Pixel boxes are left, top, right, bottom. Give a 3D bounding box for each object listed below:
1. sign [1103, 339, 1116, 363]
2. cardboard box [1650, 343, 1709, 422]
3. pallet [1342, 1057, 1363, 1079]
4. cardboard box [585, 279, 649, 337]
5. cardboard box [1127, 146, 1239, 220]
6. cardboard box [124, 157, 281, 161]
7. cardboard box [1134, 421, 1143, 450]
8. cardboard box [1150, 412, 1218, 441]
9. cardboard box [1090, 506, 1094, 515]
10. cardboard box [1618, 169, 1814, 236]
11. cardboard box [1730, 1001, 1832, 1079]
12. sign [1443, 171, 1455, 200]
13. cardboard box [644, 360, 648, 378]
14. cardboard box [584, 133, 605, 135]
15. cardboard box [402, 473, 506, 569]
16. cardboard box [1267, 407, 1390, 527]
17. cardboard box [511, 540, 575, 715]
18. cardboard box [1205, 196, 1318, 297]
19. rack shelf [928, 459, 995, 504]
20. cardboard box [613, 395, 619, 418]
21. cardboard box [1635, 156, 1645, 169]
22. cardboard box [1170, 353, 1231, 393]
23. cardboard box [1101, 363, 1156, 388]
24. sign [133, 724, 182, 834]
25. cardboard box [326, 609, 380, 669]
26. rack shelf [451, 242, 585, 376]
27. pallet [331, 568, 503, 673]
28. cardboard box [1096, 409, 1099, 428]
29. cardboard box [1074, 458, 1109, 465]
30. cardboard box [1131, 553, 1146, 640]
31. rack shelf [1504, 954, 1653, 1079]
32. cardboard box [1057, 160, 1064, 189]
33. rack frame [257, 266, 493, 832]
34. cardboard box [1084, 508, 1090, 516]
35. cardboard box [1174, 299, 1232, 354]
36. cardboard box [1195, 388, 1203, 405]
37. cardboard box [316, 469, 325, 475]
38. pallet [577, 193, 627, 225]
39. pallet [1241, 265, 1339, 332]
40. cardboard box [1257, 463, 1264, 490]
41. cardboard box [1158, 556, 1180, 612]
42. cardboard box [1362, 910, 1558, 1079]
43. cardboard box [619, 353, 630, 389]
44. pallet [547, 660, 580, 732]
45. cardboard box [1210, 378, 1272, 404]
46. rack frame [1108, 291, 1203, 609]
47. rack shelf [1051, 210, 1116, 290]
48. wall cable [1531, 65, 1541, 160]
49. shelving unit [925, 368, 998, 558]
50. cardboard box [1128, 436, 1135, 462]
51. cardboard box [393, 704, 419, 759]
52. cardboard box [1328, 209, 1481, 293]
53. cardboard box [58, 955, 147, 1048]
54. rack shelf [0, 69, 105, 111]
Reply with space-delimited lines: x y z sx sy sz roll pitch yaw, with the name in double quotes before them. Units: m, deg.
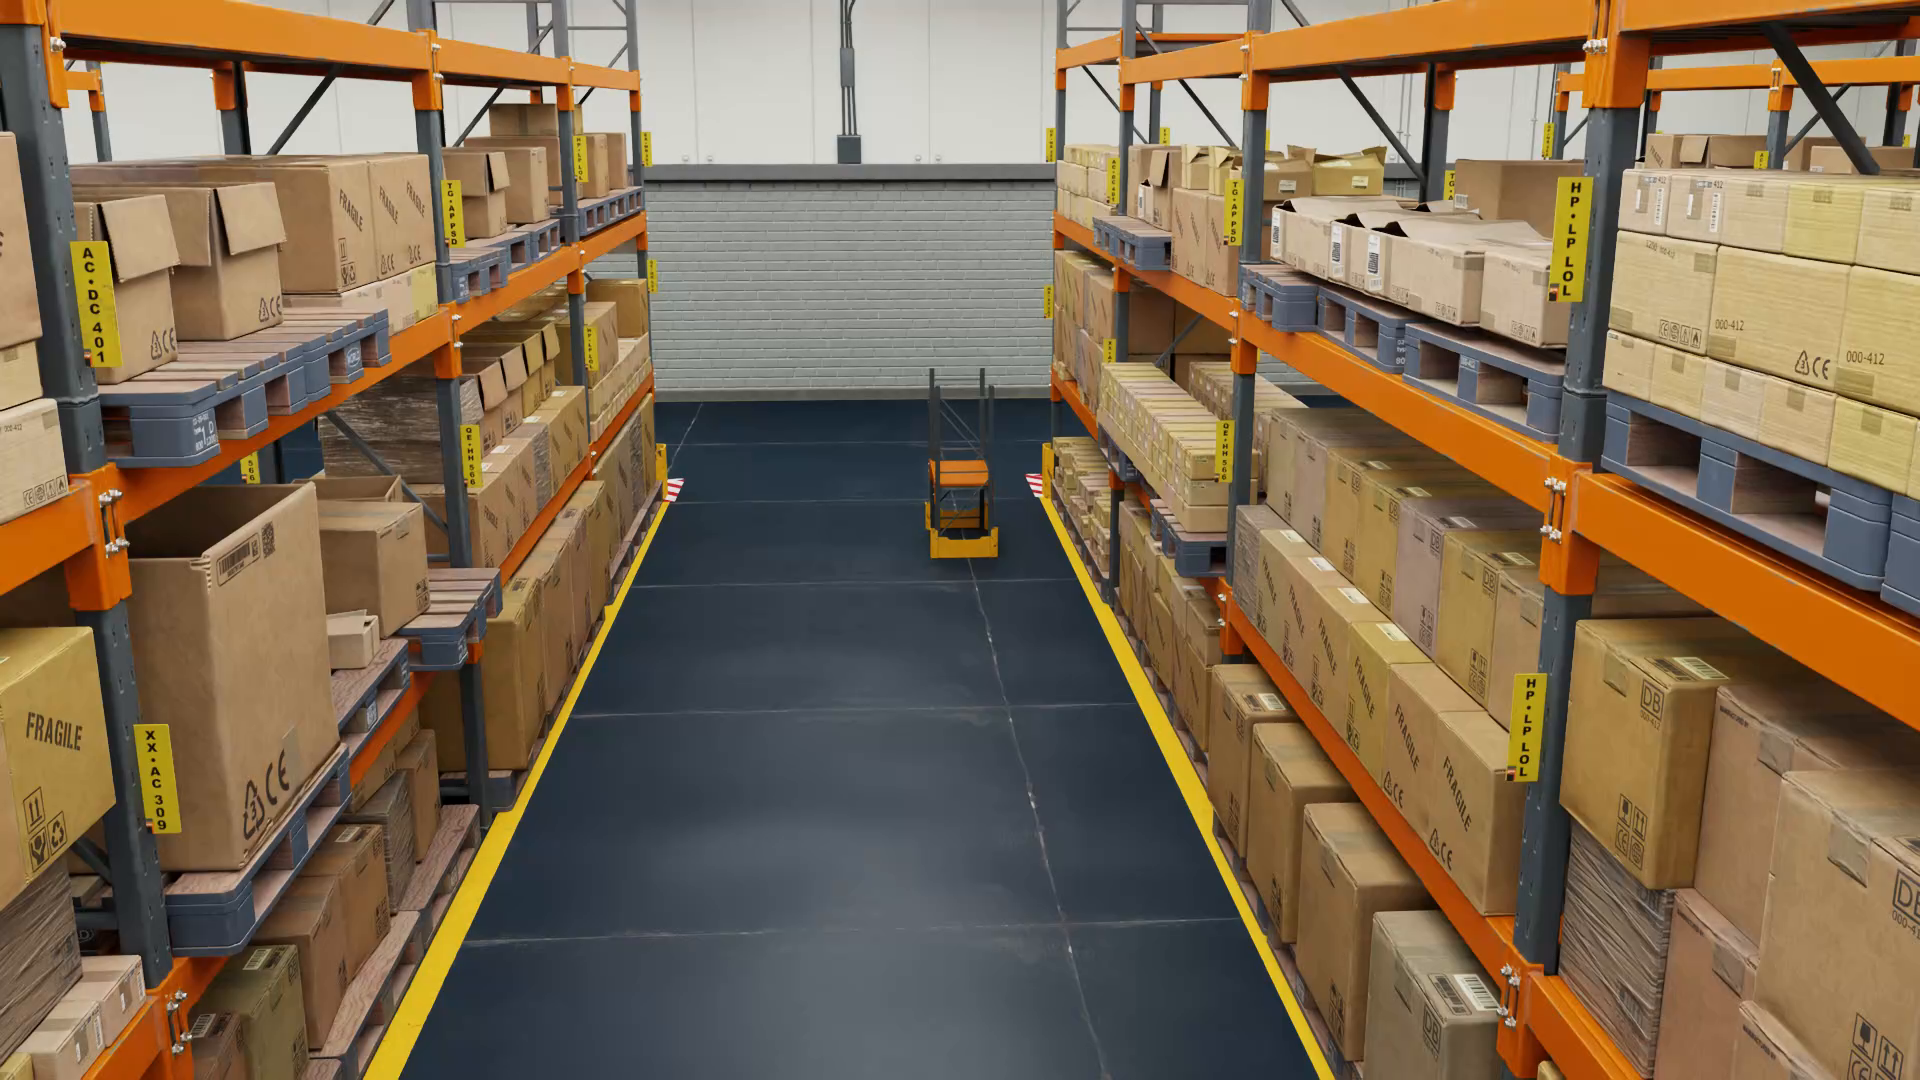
"sign" 1.126 -1.349 12.514 0.100 0.325 0.005 -1 14 -3
"cardboard box" 1.864 -0.374 3.899 0.380 0.149 0.250 -1 14 -3
"pallet" 2.040 2.209 6.018 1.003 0.211 1.213 -1 14 -3
"cardboard box" -3.245 -2.201 15.762 0.500 0.500 0.500 -1 14 -3
"cardboard box" 1.581 -2.549 11.851 0.700 0.500 0.500 -1 14 -3
"cardboard box" -3.241 -1.390 7.187 0.500 0.500 0.500 -1 14 -3
"cardboard box" 1.332 -0.672 10.684 0.380 0.149 0.250 -1 14 -5
"cardboard box" 1.368 -0.684 10.134 0.380 0.149 0.250 -1 14 -3
"cardboard box" 1.314 -0.241 14.225 0.380 0.149 0.250 -1 14 -2
"cardboard box" 1.846 -0.824 4.050 0.380 0.149 0.250 -1 14 -3
"cardboard box" 2.170 1.341 3.495 0.875 0.550 0.550 -1 14 -3
"sign" 2.470 -1.694 8.373 0.100 0.325 0.005 -1 14 -3
"cardboard box" -3.169 -1.614 15.784 0.380 0.149 0.250 -1 14 -3
"cardboard box" -3.537 -3.366 14.827 0.700 0.500 0.500 -1 14 -5
"cardboard box" -2.800 -0.068 9.069 0.500 0.500 0.500 0 14 -2
"cardboard box" 1.933 -0.367 8.224 0.700 0.500 0.500 -1 14 -4
"cardboard box" -3.111 0.538 10.339 1.225 0.875 0.875 -1 14 -3
"cardboard box" 1.626 -1.585 8.946 0.500 0.500 0.500 -1 14 -3
"rack shelf" 0.005 -0.531 14.802 0.538 0.185 1.000 -1 14 -3
"cardboard box" -3.043 -1.106 13.809 0.380 0.149 0.250 -1 14 -4
"cardboard box" 6.397 -3.325 15.046 0.500 0.311 0.500 -1 14 -2
"cardboard box" 1.888 -1.260 13.106 0.500 0.500 0.500 -1 14 -4
"cardboard box" 1.233 -1.205 12.158 0.380 0.149 0.250 0 14 -1
"sign" -2.253 0.671 4.661 0.100 0.325 0.005 -1 14 -3
"cardboard box" -2.669 0.378 6.964 0.396 0.266 0.258 -1 14 -5
"rack shelf" -3.165 -1.496 10.245 1.077 0.370 4.000 -1 14 -3
"pallet" -2.891 0.374 7.937 1.213 0.211 1.003 -1 14 -3
"cardboard box" 1.291 -0.949 13.198 0.380 0.149 0.250 -1 14 -5
"cardboard box" 1.244 -0.650 15.216 0.380 0.149 0.250 0 14 -1
"cardboard box" 1.483 0.386 11.680 0.500 0.500 0.500 0 14 -1
"rack shelf" 2.287 1.895 3.086 1.077 0.370 4.000 -1 14 -3
"cardboard box" 1.188 -3.442 15.661 0.500 0.250 0.500 -1 14 -3
"rack frame" -3.042 0.106 8.596 1.000 3.000 0.127 -1 14 -3
"cardboard box" 1.290 -0.179 14.580 0.380 0.149 0.250 -1 14 -2
"cardboard box" 1.883 -1.733 12.939 0.500 0.500 0.500 -1 14 -2
"cardboard box" 1.907 -1.005 11.977 0.380 0.149 0.250 -1 14 -3
"cardboard box" -3.344 -0.186 9.528 0.500 0.500 0.500 -1 14 -4
"pallet" -3.402 -2.805 14.067 1.003 0.211 1.213 -1 14 -3
"pallet" 2.008 -1.148 7.826 1.213 0.211 1.003 0 14 -1
"cardboard box" 2.018 -0.409 10.257 0.380 0.149 0.250 0 14 -2
"cardboard box" 1.553 0.280 10.586 0.500 0.250 0.500 -1 14 -2
"cardboard box" 2.035 1.782 5.752 1.050 0.750 0.750 -1 14 -4
"cardboard box" -3.143 -1.457 14.372 0.500 0.250 0.500 -1 14 -3
"pallet" -3.088 0.956 10.886 1.003 0.211 1.213 -1 14 -3
"cardboard box" 1.935 -1.017 11.427 0.380 0.149 0.250 -1 14 -4
"rack frame" 1.667 -0.941 12.662 1.000 3.000 0.127 -1 14 -3
"rack shelf" 1.543 -2.542 14.311 1.077 0.370 4.000 -1 14 -3
"wall cable" 6.471 -6.363 21.699 2.355 3.000 0.029 -1 14 -3
"shelving unit" 0.005 -0.707 14.766 0.587 1.500 1.083 -1 14 -3
"cardboard box" 1.319 -0.592 10.971 0.380 0.149 0.250 -1 14 -4
"cardboard box" -2.970 0.906 8.113 0.500 0.250 0.500 0 14 -1
"cardboard box" 1.803 -1.171 6.675 0.500 0.311 0.500 -1 14 -4
"cardboard box" -2.487 1.271 4.570 0.380 0.149 0.250 -1 14 -3
"rack shelf" -8.357 -3.673 13.490 1.077 0.370 4.000 -1 14 -3
